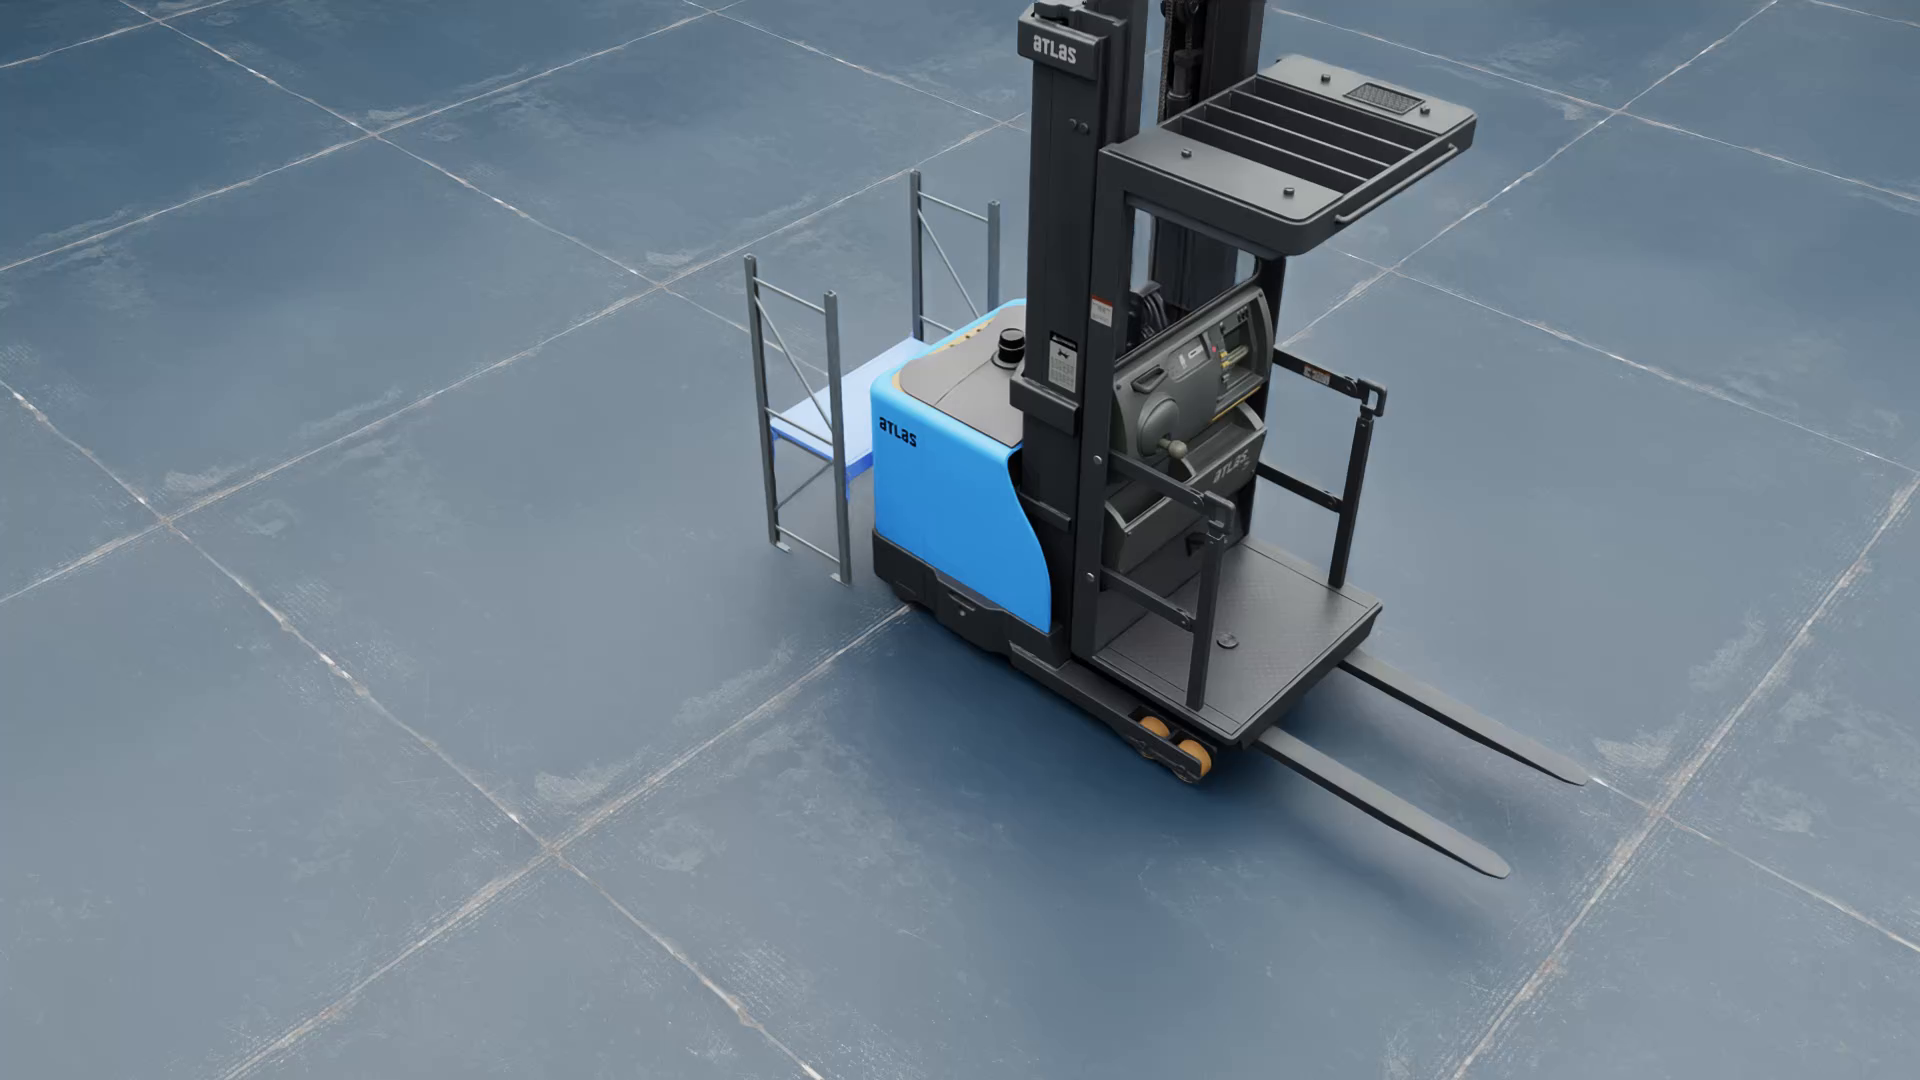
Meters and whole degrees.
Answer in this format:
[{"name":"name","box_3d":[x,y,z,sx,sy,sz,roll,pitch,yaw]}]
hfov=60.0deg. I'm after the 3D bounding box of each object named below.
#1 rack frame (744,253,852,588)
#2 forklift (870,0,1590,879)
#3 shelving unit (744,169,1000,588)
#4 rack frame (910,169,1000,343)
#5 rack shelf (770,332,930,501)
[{"name":"rack frame","box_3d":[-0.686,-0.480,7.149,0.500,1.500,0.032,28,46,31]},{"name":"forklift","box_3d":[1.037,-0.564,6.104,3.031,2.935,1.130,30,47,32]},{"name":"shelving unit","box_3d":[-0.356,-0.721,7.451,0.538,1.500,1.048,28,46,31]},{"name":"rack frame","box_3d":[-0.026,-0.961,7.754,0.500,1.500,0.032,28,46,31]},{"name":"rack shelf","box_3d":[-0.356,-0.580,7.563,0.538,0.185,1.000,28,46,31]}]
